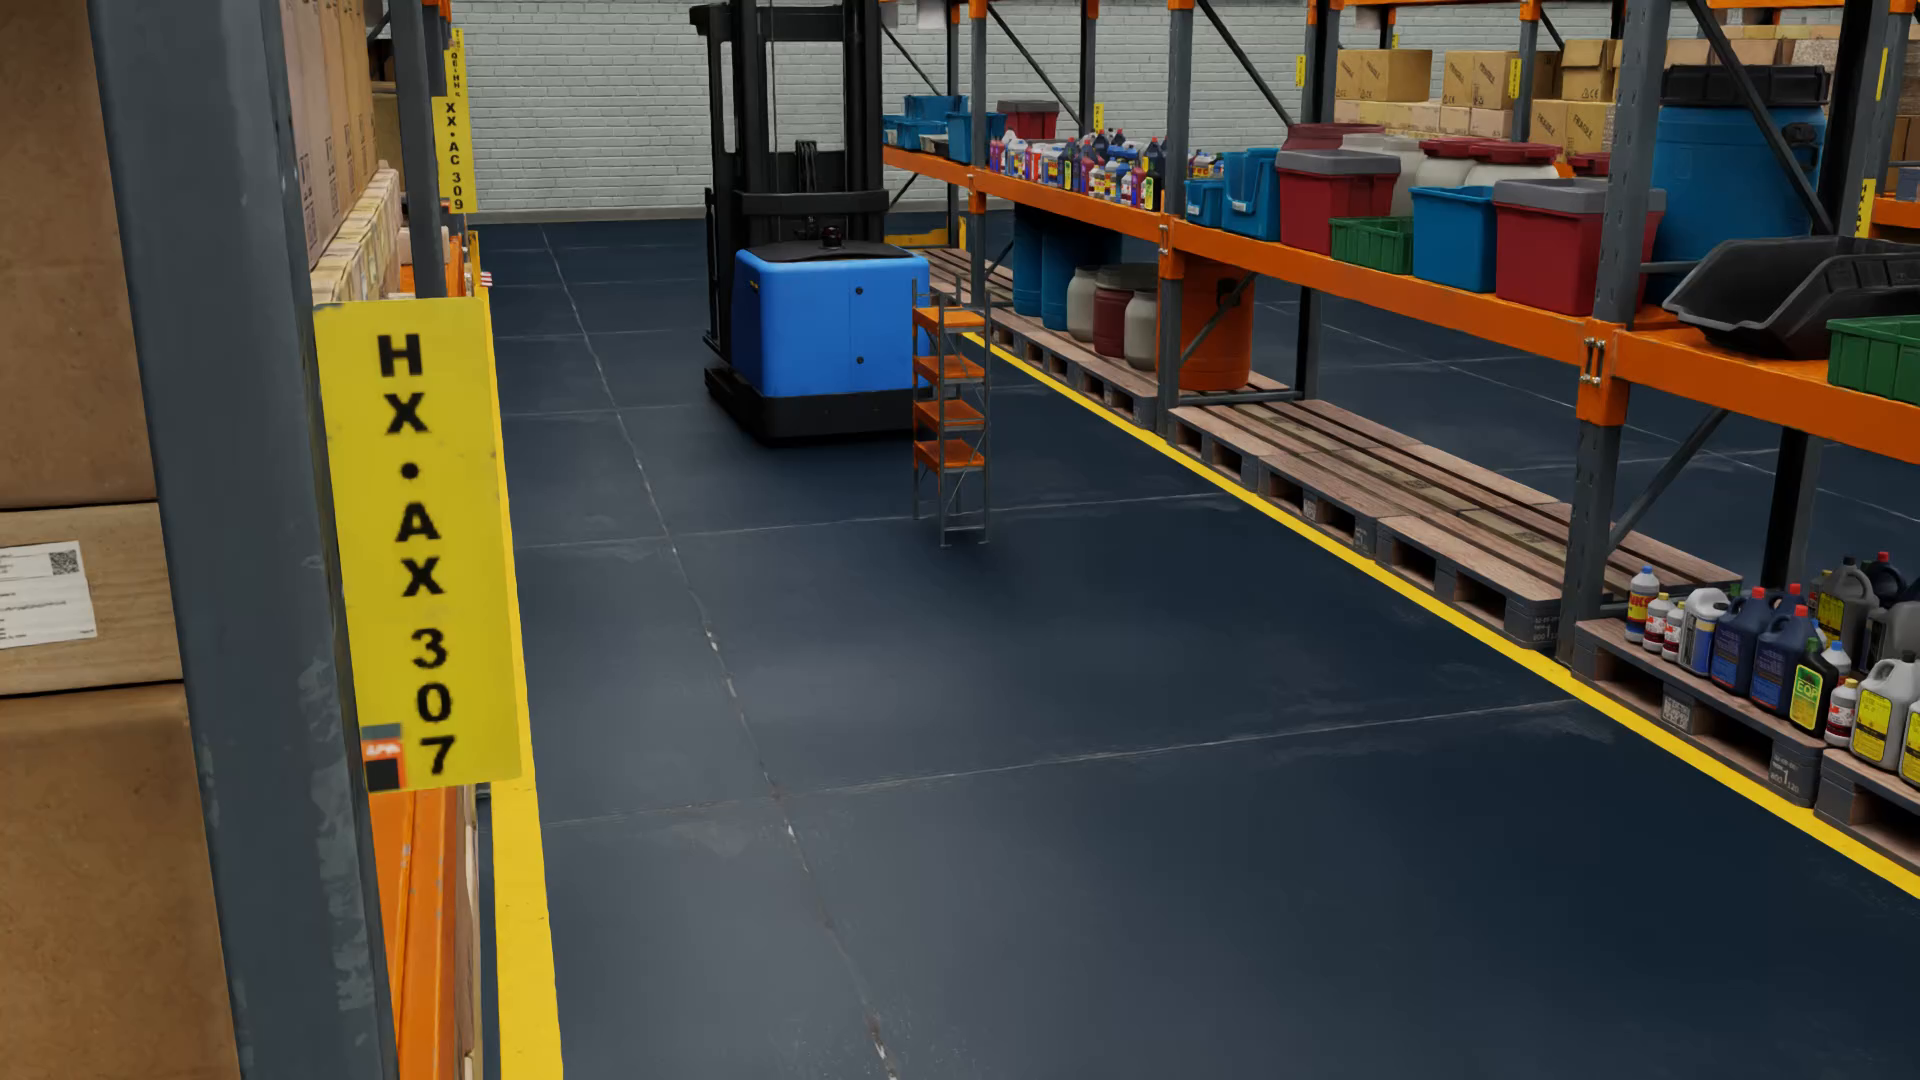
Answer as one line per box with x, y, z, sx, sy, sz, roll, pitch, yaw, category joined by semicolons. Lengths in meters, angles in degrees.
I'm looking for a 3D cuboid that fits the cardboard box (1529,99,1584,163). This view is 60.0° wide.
5.234;-3.499;14.213;0.500;0.500;0.500;-5;17;-15;cardboard box

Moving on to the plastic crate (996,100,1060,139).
0.582;-3.533;14.283;0.402;0.464;0.583;-5;17;-15;plastic crate

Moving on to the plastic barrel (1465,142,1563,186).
2.531;-1.544;7.641;0.433;0.535;0.433;0;17;0;plastic barrel

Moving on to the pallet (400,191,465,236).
-3.332;-1.800;9.063;1.213;0.211;1.003;-5;17;-15;pallet

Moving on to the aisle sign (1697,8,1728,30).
8.737;-6.310;19.227;0.394;0.787;0.004;-5;17;-15;aisle sign

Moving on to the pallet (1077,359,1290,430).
1.429;-0.979;10.846;1.003;0.211;1.213;-5;17;-15;pallet

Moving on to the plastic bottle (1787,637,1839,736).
2.665;0.454;5.184;0.061;0.283;0.133;-4;17;-13;plastic bottle

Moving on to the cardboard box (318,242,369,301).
-1.202;-0.406;2.789;0.380;0.149;0.250;-5;17;-15;cardboard box

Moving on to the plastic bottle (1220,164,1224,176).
1.750;-2.314;10.657;0.152;0.276;0.135;-5;17;-15;plastic bottle

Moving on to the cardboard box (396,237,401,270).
-2.674;-1.241;7.306;0.380;0.149;0.250;-3;17;-11;cardboard box

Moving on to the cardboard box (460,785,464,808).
-1.515;0.404;4.140;0.500;0.500;0.500;-5;17;-15;cardboard box

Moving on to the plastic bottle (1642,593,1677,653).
2.479;0.287;5.883;0.097;0.201;0.097;0;17;0;plastic bottle

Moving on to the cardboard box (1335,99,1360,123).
4.270;-4.478;17.389;0.500;0.250;0.500;-5;17;-16;cardboard box

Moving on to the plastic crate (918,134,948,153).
-0.182;-3.567;14.967;0.293;0.136;0.466;-5;17;-15;plastic crate

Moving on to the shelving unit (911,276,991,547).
-0.045;-0.620;7.932;0.258;1.200;0.503;-5;17;-15;shelving unit

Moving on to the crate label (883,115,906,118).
-0.762;-4.167;16.798;0.416;0.233;0.303;-5;17;-15;crate label

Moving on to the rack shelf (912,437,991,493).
-0.045;-0.366;8.008;0.258;0.148;0.480;-5;17;-15;rack shelf

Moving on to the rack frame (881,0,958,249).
-0.513;-4.313;17.097;1.000;3.000;0.127;-5;17;-15;rack frame

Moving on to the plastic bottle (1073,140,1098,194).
0.846;-2.518;11.207;0.144;0.351;0.185;-5;17;-15;plastic bottle

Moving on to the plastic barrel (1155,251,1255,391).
1.534;-1.396;10.428;0.600;0.830;0.708;-5;17;-15;plastic barrel

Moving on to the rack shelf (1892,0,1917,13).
6.997;-3.031;8.864;1.077;0.370;4.000;-5;17;-15;rack shelf

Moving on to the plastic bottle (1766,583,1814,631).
2.746;0.309;5.550;0.144;0.351;0.185;-5;17;-15;plastic bottle

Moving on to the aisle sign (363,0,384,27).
-5.578;-5.163;15.408;0.394;0.787;0.004;-5;17;-15;aisle sign

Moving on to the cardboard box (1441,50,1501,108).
4.831;-4.273;15.403;0.500;0.500;0.500;-5;17;-15;cardboard box

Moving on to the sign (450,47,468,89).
-3.645;-3.415;12.096;0.100;0.325;0.005;-5;17;-15;sign

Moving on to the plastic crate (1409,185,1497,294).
2.182;-1.267;6.983;0.392;0.384;0.575;-5;17;-15;plastic crate

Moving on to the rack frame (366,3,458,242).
-3.078;-1.710;8.429;1.000;3.000;0.127;-5;17;-15;rack frame

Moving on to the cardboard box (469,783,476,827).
-1.642;0.624;4.712;0.500;0.250;0.500;-5;17;-15;cardboard box

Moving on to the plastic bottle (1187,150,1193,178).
1.554;-2.538;11.409;0.097;0.271;0.097;0;17;0;plastic bottle

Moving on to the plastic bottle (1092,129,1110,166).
1.065;-2.892;12.452;0.144;0.351;0.185;-5;17;-15;plastic bottle

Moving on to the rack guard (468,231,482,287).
-5.256;-2.704;16.086;1.175;0.500;0.348;-5;17;-15;rack guard

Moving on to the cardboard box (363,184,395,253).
-1.558;-0.763;3.976;0.380;0.149;0.250;-5;17;-17;cardboard box

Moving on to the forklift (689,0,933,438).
-1.101;-2.383;10.790;1.130;2.935;3.031;-5;18;-17;forklift

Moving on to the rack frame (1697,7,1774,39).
9.046;-5.069;19.613;1.000;3.000;0.127;-5;17;-15;rack frame

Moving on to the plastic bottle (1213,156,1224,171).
1.686;-2.341;10.756;0.097;0.271;0.097;0;17;0;plastic bottle

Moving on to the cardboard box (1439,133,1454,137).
4.737;-3.750;15.658;0.380;0.149;0.250;-4;17;-14;cardboard box

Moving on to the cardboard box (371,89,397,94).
-3.428;-2.392;9.797;0.700;0.500;0.500;-1;17;-5;cardboard box

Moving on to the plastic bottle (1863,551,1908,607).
3.239;0.220;5.847;0.144;0.351;0.185;-5;17;-17;plastic bottle

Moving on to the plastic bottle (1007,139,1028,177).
0.447;-2.888;12.568;0.152;0.276;0.135;-5;17;-15;plastic bottle

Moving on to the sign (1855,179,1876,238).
3.317;-1.167;6.141;0.100;0.325;0.005;-5;17;-15;sign

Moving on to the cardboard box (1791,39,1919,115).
6.262;-3.224;11.552;0.797;0.503;0.637;-4;17;-13;cardboard box

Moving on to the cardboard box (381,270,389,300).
-1.851;-0.529;4.325;0.700;0.500;0.500;-5;17;-17;cardboard box

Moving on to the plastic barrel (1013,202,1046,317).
0.719;-2.251;13.149;0.600;0.901;0.708;-5;17;-15;plastic barrel

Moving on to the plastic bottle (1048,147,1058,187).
0.671;-2.632;11.725;0.097;0.271;0.097;0;17;0;plastic bottle

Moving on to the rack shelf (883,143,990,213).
0.036;-3.415;15.358;1.077;0.370;4.000;-5;17;-15;rack shelf

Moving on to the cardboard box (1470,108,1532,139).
4.975;-3.770;15.033;0.500;0.250;0.500;-5;17;-16;cardboard box

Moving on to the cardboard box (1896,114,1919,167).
6.576;-2.696;11.538;0.500;0.500;0.500;-4;17;-14;cardboard box

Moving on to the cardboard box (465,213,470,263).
-4.891;-2.805;15.657;0.500;0.500;0.500;-5;17;-15;cardboard box

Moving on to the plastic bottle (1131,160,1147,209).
1.100;-2.186;10.219;0.061;0.283;0.133;-5;17;-15;plastic bottle

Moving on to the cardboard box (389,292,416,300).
-2.026;-0.744;5.652;0.380;0.149;0.250;-5;17;-15;cardboard box

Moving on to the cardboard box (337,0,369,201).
-1.711;-1.010;3.673;0.700;0.500;0.500;-5;17;-15;cardboard box

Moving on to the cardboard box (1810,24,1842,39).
9.324;-5.167;17.512;0.500;0.500;0.500;-5;18;-17;cardboard box

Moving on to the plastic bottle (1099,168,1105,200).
0.953;-2.315;10.790;0.097;0.201;0.097;0;17;0;plastic bottle

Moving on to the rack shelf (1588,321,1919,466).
3.334;-0.096;4.308;1.077;0.370;4.000;-5;17;-15;rack shelf

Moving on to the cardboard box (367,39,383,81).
-4.566;-3.462;12.352;0.500;0.500;0.500;-5;17;-15;cardboard box

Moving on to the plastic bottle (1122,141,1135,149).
1.244;-2.823;12.352;0.152;0.276;0.135;-5;17;-15;plastic bottle

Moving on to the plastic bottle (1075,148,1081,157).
0.821;-2.531;11.368;0.061;0.283;0.133;-5;17;-15;plastic bottle

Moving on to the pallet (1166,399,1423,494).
1.861;-0.547;9.407;1.003;0.211;1.213;-5;17;-15;pallet
